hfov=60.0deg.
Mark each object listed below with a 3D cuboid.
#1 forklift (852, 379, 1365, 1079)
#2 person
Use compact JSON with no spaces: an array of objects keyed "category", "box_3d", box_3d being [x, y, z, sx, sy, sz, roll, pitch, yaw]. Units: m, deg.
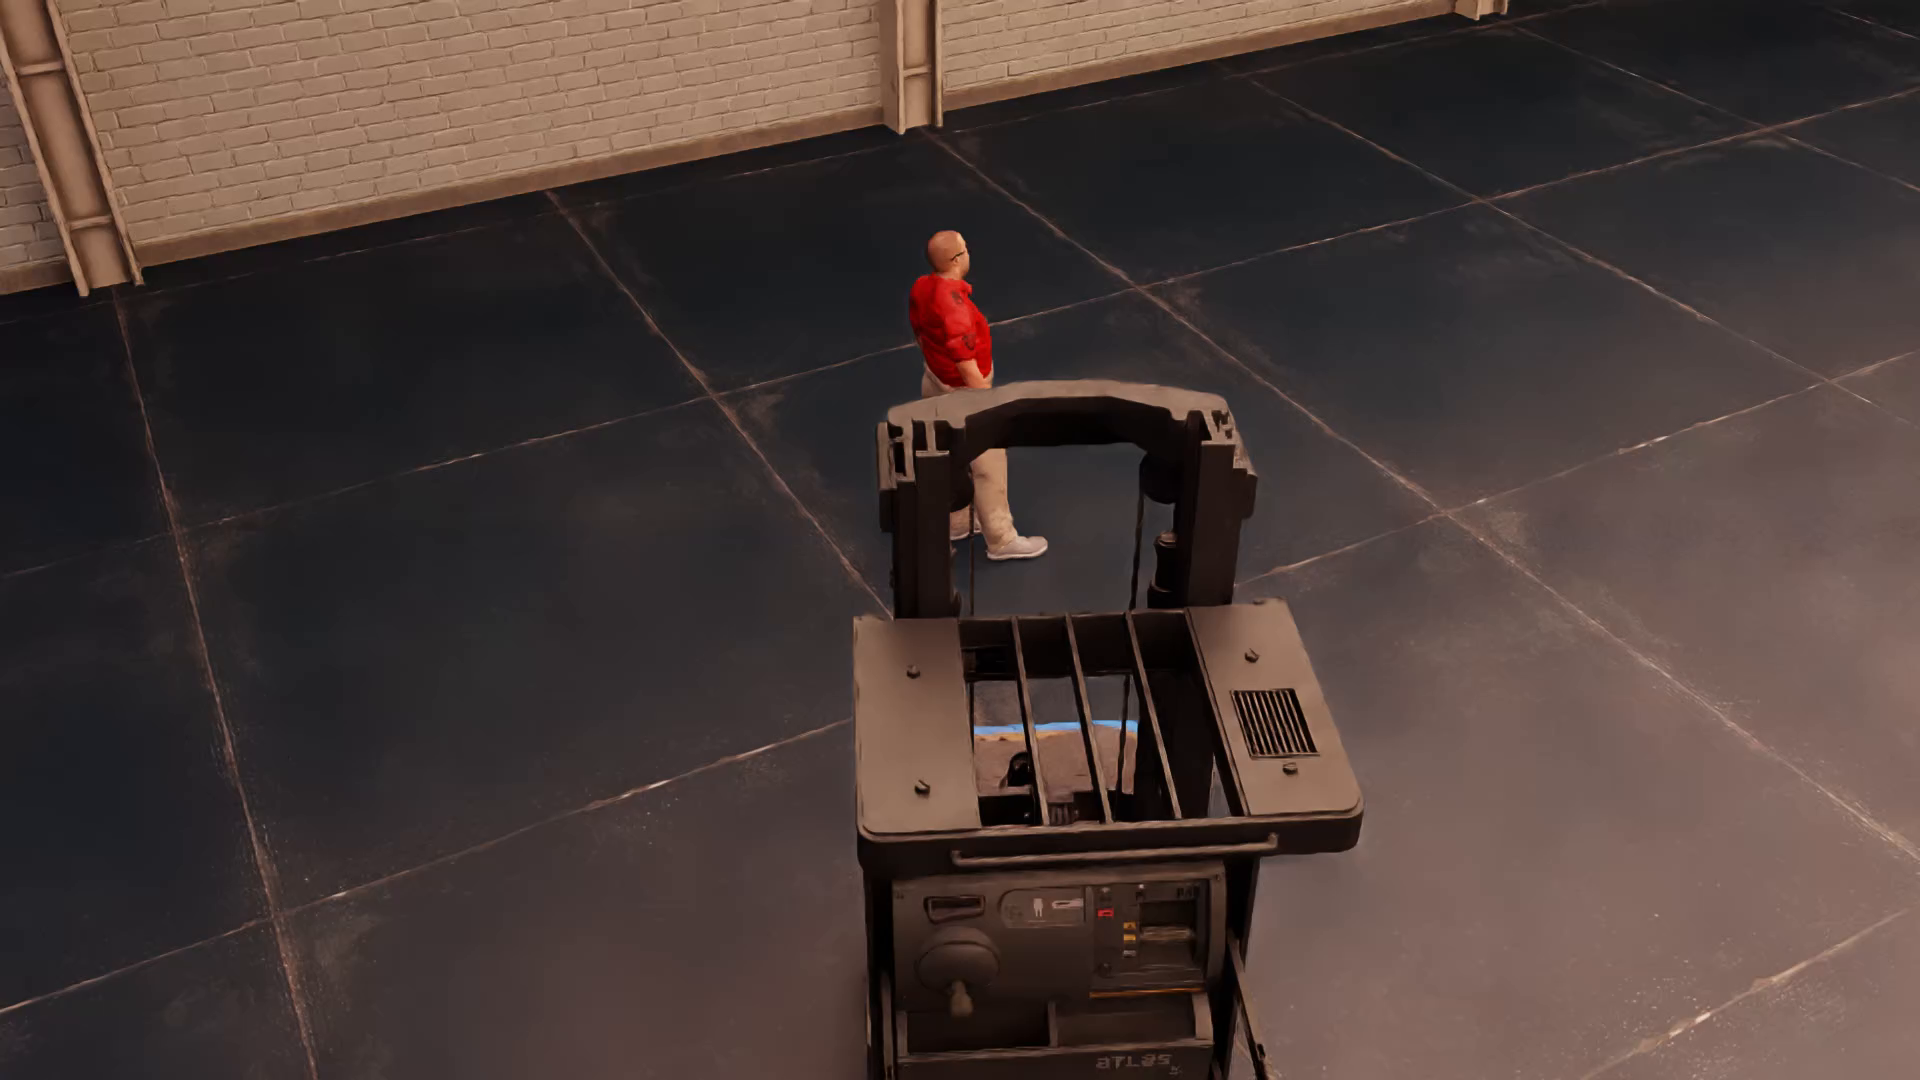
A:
[{"category":"forklift","box_3d":[0.295,1.178,4.457,1.130,2.935,3.031,-2,35,-3]},{"category":"person","box_3d":[0.085,-0.730,8.185,0.550,1.726,0.640,-17,39,-23]}]
